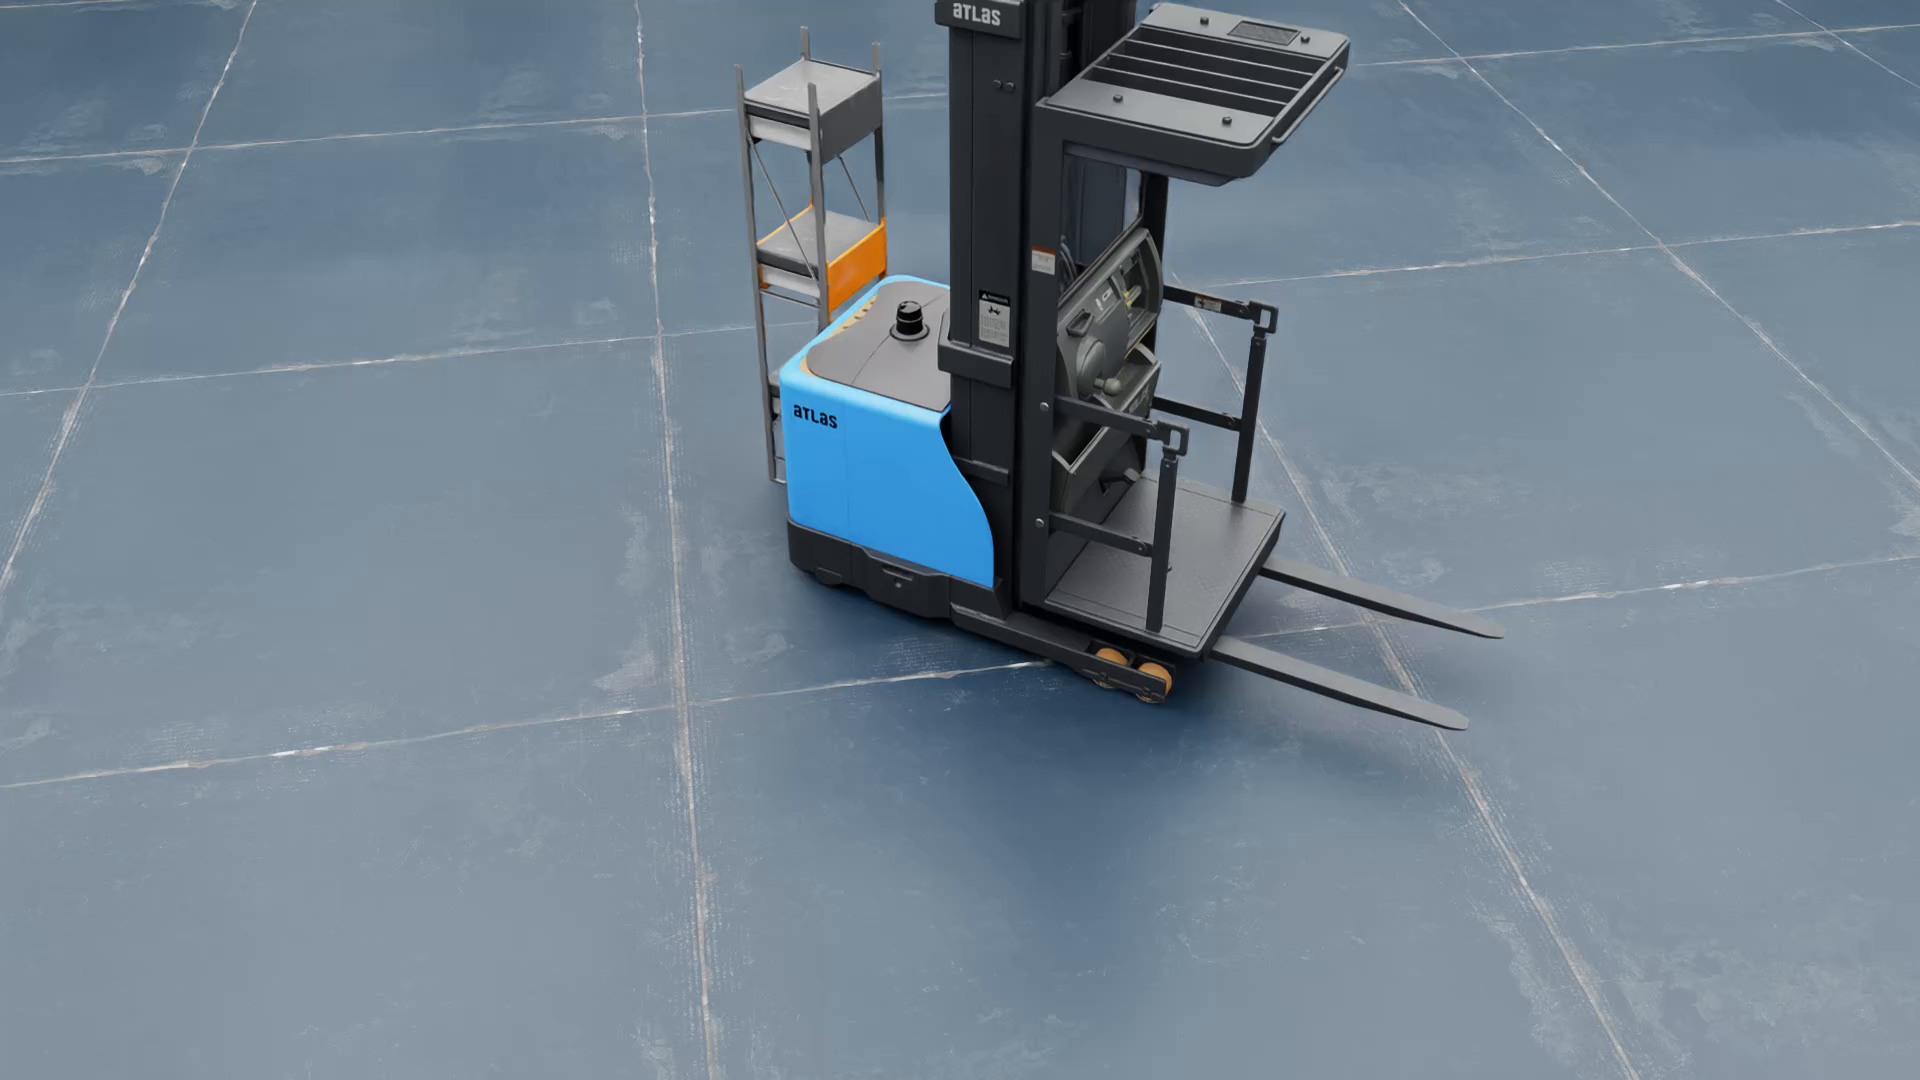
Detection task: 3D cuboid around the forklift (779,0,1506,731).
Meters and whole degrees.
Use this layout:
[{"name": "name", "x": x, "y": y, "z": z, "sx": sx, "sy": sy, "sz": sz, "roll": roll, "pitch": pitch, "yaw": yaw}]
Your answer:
[{"name": "forklift", "x": 0.774, "y": -0.857, "z": 6.464, "sx": 3.031, "sy": 2.935, "sz": 1.130, "roll": 18, "pitch": 41, "yaw": 21}]

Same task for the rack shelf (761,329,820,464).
[{"name": "rack shelf", "x": -0.633, "y": -0.633, "z": 8.016, "sx": 0.431, "sy": 0.518, "sz": 0.480, "roll": 19, "pitch": 42, "yaw": 23}]

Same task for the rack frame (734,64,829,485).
[{"name": "rack frame", "x": -0.755, "y": -1.067, "z": 7.411, "sx": 0.400, "sy": 2.100, "sz": 0.015, "roll": 19, "pitch": 42, "yaw": 23}]

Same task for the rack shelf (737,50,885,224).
[{"name": "rack shelf", "x": -0.633, "y": -1.738, "z": 7.157, "sx": 0.431, "sy": 0.518, "sz": 0.480, "roll": 19, "pitch": 42, "yaw": 23}]

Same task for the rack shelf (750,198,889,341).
[{"name": "rack shelf", "x": -0.633, "y": -1.185, "z": 7.587, "sx": 0.431, "sy": 0.518, "sz": 0.480, "roll": 19, "pitch": 42, "yaw": 23}]

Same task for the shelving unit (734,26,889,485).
[{"name": "shelving unit", "x": -0.633, "y": -1.196, "z": 7.578, "sx": 0.431, "sy": 2.100, "sz": 0.503, "roll": 19, "pitch": 42, "yaw": 23}]

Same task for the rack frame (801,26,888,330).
[{"name": "rack frame", "x": -0.511, "y": -1.326, "z": 7.745, "sx": 0.400, "sy": 2.100, "sz": 0.015, "roll": 19, "pitch": 42, "yaw": 23}]
